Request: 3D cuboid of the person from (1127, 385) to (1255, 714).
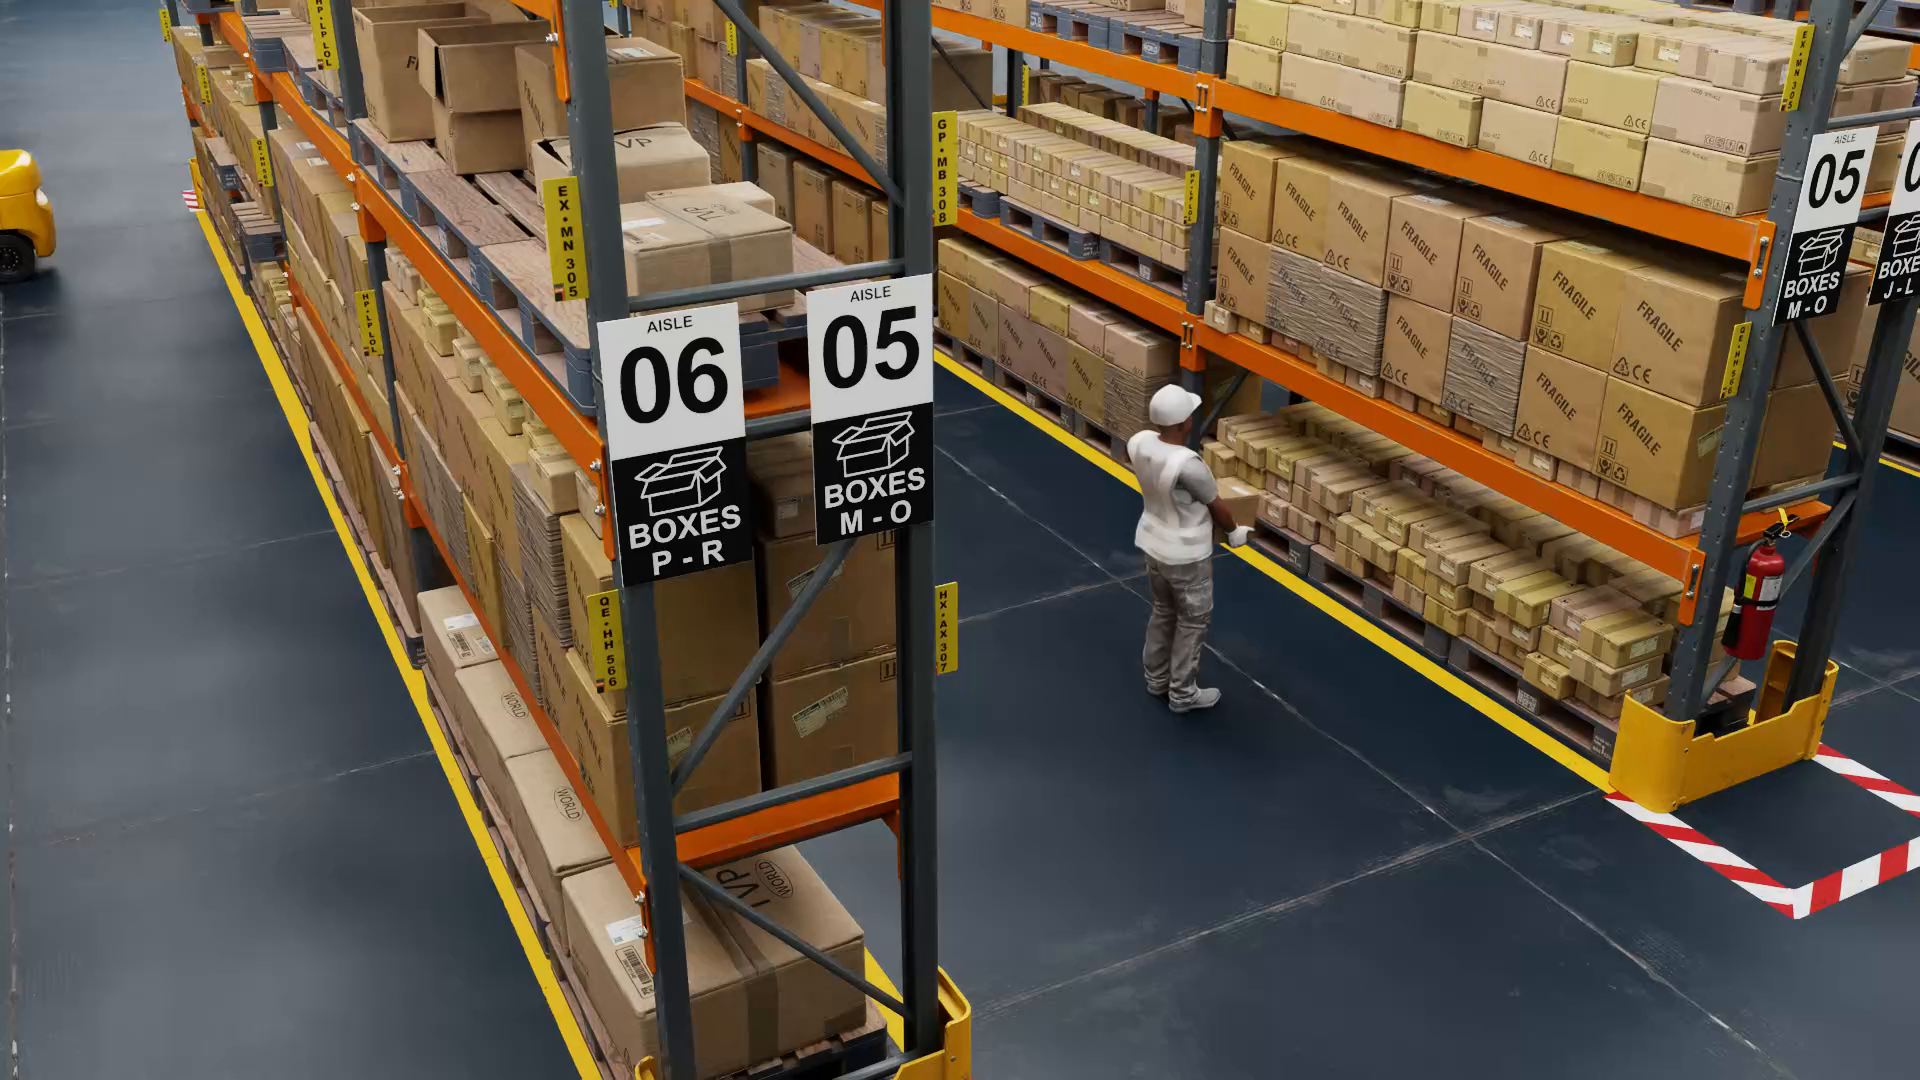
[{"bbox_3d":[1.183,0.024,8.541,0.584,1.779,0.487,-13,28,-25],"label":"person"}]
